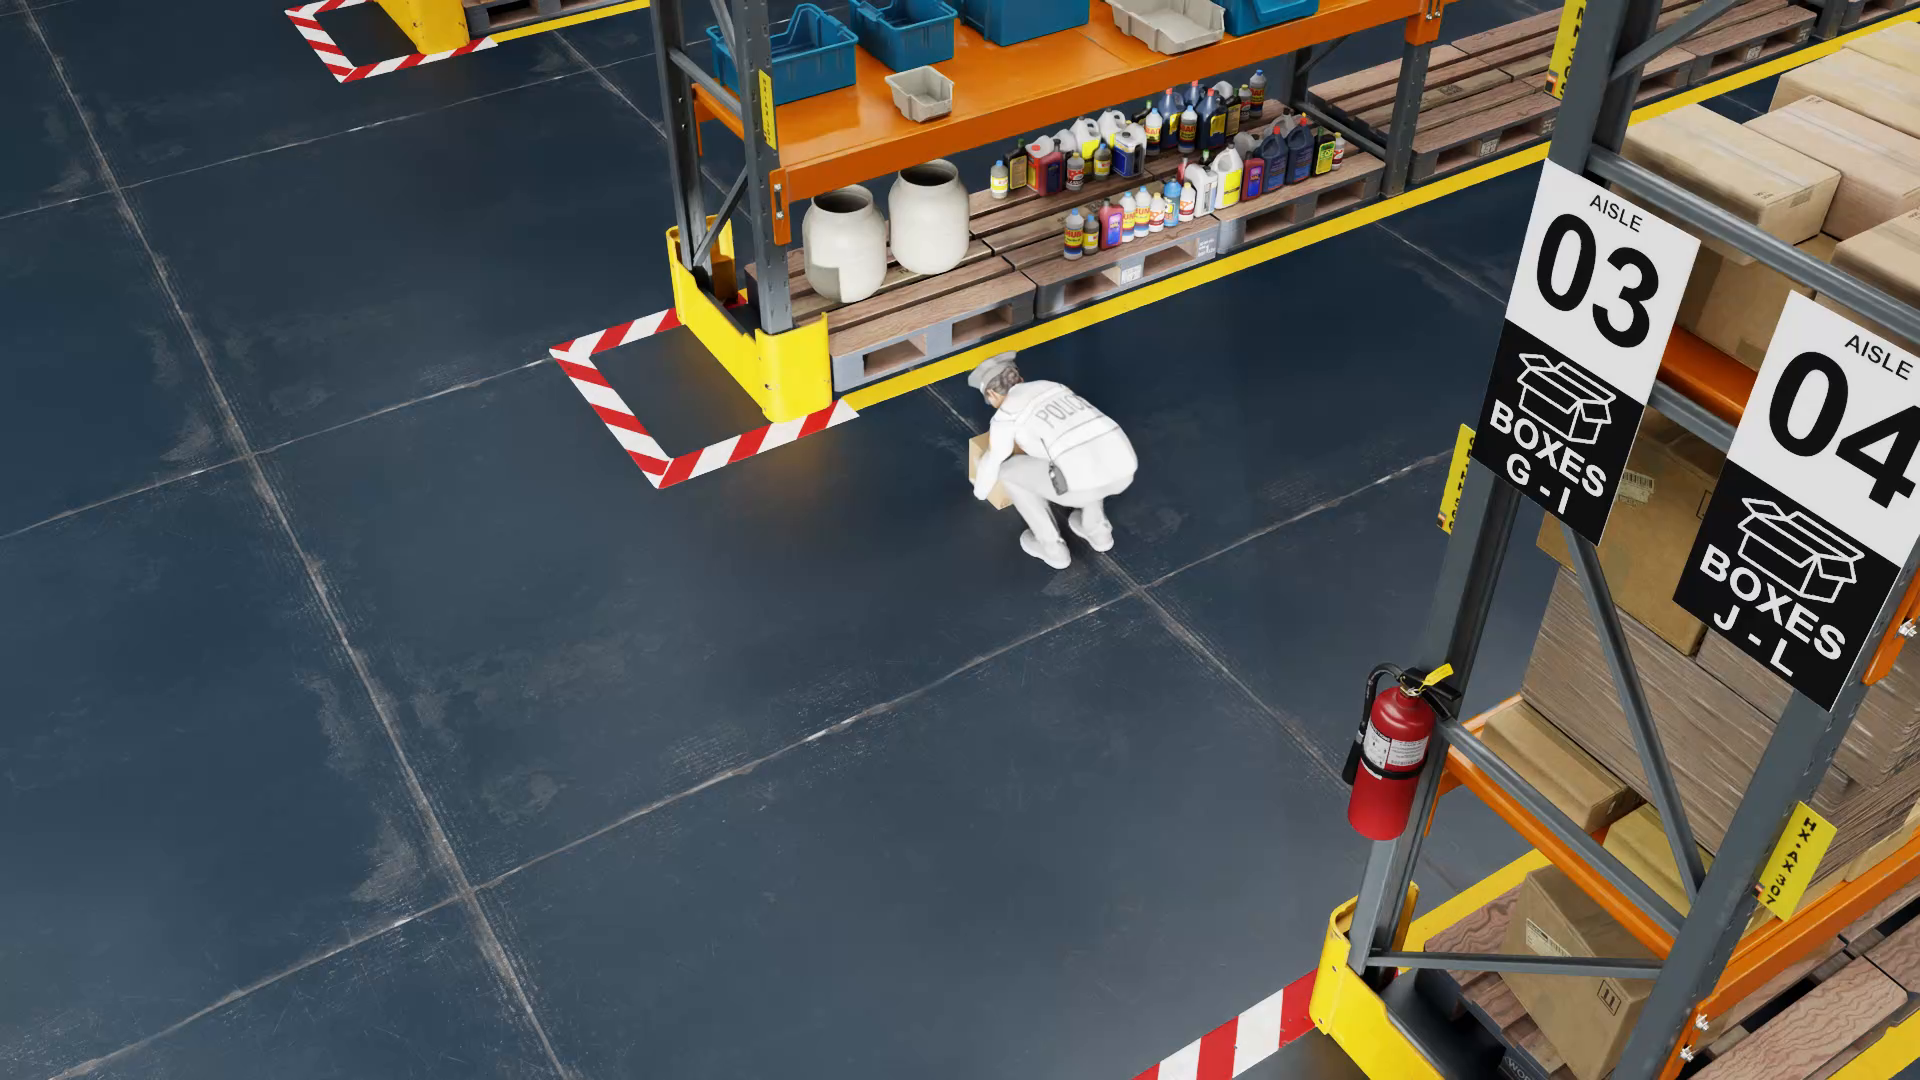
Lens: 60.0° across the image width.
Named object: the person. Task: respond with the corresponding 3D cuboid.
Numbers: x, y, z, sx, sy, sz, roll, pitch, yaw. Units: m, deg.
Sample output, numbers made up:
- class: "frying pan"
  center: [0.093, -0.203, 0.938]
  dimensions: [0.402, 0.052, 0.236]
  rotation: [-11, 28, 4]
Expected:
- class: "person"
  center: [0.367, -0.350, 7.270]
  dimensions: [0.415, 0.763, 0.905]
  rotation: [-24, 46, -25]
